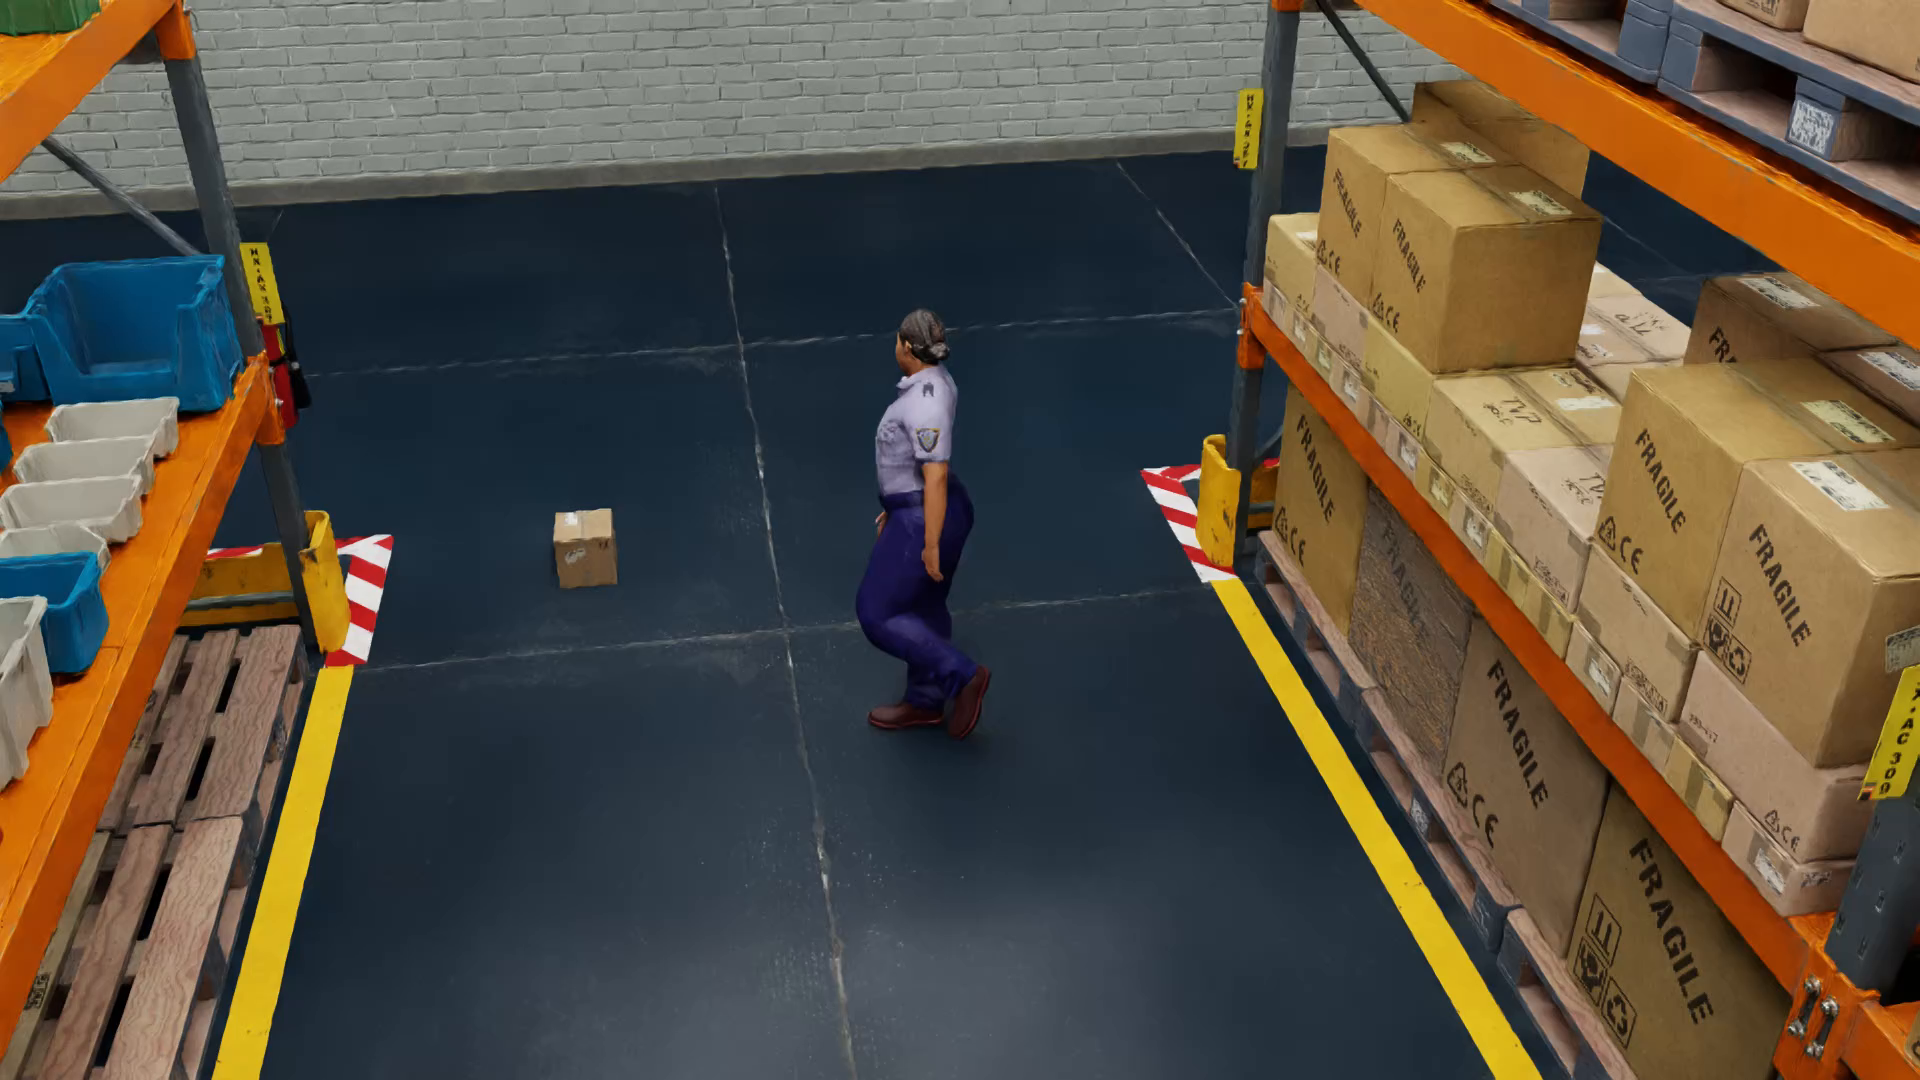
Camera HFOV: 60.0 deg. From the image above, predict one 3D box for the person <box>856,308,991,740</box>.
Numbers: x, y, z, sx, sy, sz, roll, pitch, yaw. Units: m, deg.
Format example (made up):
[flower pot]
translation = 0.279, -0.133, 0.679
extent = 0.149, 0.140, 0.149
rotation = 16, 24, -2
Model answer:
[person]
translation = -0.118, -0.032, 6.219
extent = 0.511, 1.611, 0.690
rotation = 3, 31, 4
